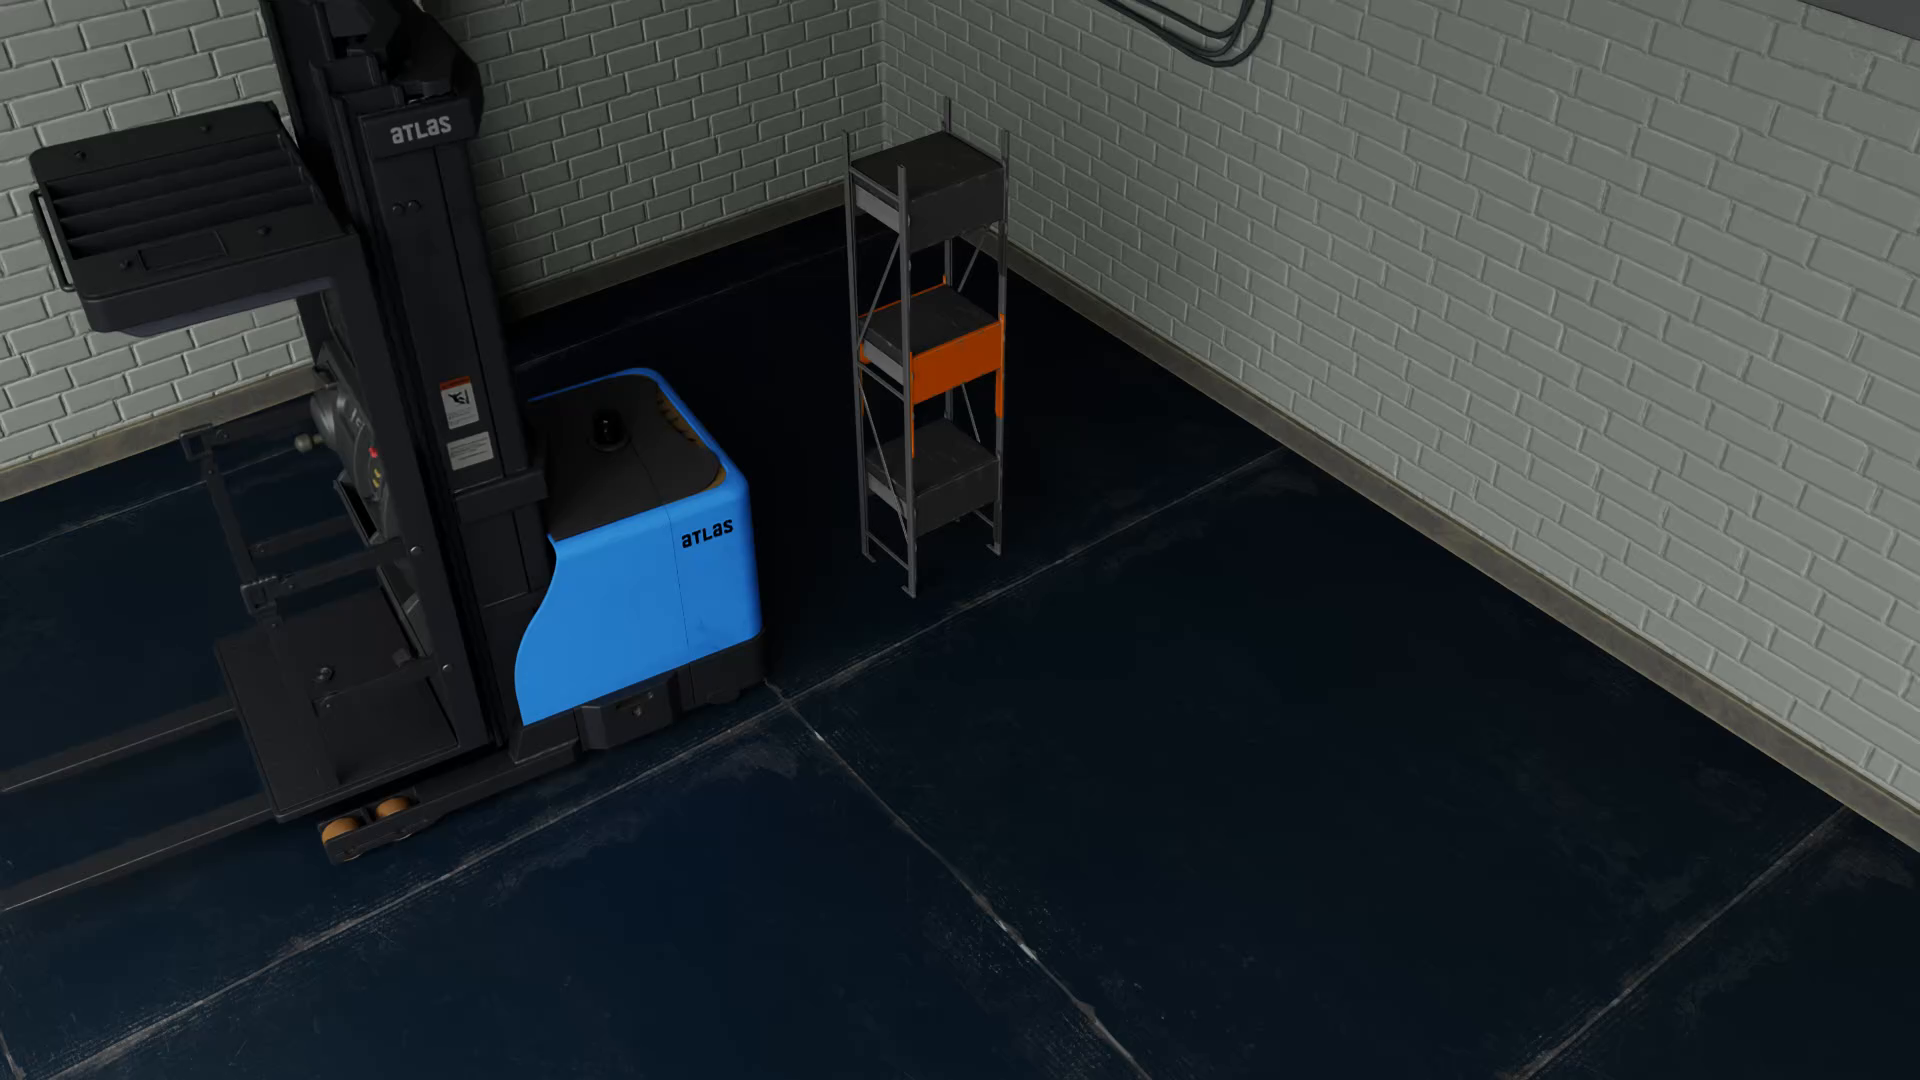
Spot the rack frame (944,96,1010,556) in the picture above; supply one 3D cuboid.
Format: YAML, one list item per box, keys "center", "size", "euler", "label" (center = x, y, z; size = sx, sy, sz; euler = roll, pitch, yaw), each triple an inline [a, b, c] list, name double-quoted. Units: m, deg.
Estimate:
- center: [0.062, -0.842, 7.121]
  size: [0.015, 2.100, 0.400]
  euler: [-26, 46, -28]
  label: "rack frame"

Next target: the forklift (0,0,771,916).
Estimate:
- center: [-2.325, -0.308, 5.815]
  size: [3.031, 2.935, 1.130]
  euler: [-21, 44, -23]
  label: "forklift"

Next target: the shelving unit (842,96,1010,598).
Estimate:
- center: [-0.131, -0.748, 7.006]
  size: [0.503, 2.100, 0.431]
  euler: [-26, 46, -28]
  label: "shelving unit"

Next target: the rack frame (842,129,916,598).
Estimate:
- center: [-0.325, -0.654, 6.891]
  size: [0.015, 2.100, 0.400]
  euler: [-26, 46, -28]
  label: "rack frame"

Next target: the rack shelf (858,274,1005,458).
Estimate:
- center: [-0.131, -0.737, 7.015]
  size: [0.480, 0.518, 0.431]
  euler: [-26, 46, -28]
  label: "rack shelf"

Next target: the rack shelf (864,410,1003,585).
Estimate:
- center: [-0.131, -0.196, 7.459]
  size: [0.480, 0.518, 0.431]
  euler: [-26, 46, -28]
  label: "rack shelf"

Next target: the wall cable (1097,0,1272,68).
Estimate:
- center: [0.394, -3.744, 7.667]
  size: [0.112, 2.526, 3.097]
  euler: [-26, 46, -28]
  label: "wall cable"

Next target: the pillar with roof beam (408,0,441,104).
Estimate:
- center: [-0.124, -2.306, 3.466]
  size: [0.400, 9.000, 9.100]
  euler: [-26, 46, -28]
  label: "pillar with roof beam"

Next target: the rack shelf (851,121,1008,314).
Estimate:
- center: [-0.131, -1.278, 6.571]
  size: [0.480, 0.518, 0.431]
  euler: [-26, 46, -28]
  label: "rack shelf"
